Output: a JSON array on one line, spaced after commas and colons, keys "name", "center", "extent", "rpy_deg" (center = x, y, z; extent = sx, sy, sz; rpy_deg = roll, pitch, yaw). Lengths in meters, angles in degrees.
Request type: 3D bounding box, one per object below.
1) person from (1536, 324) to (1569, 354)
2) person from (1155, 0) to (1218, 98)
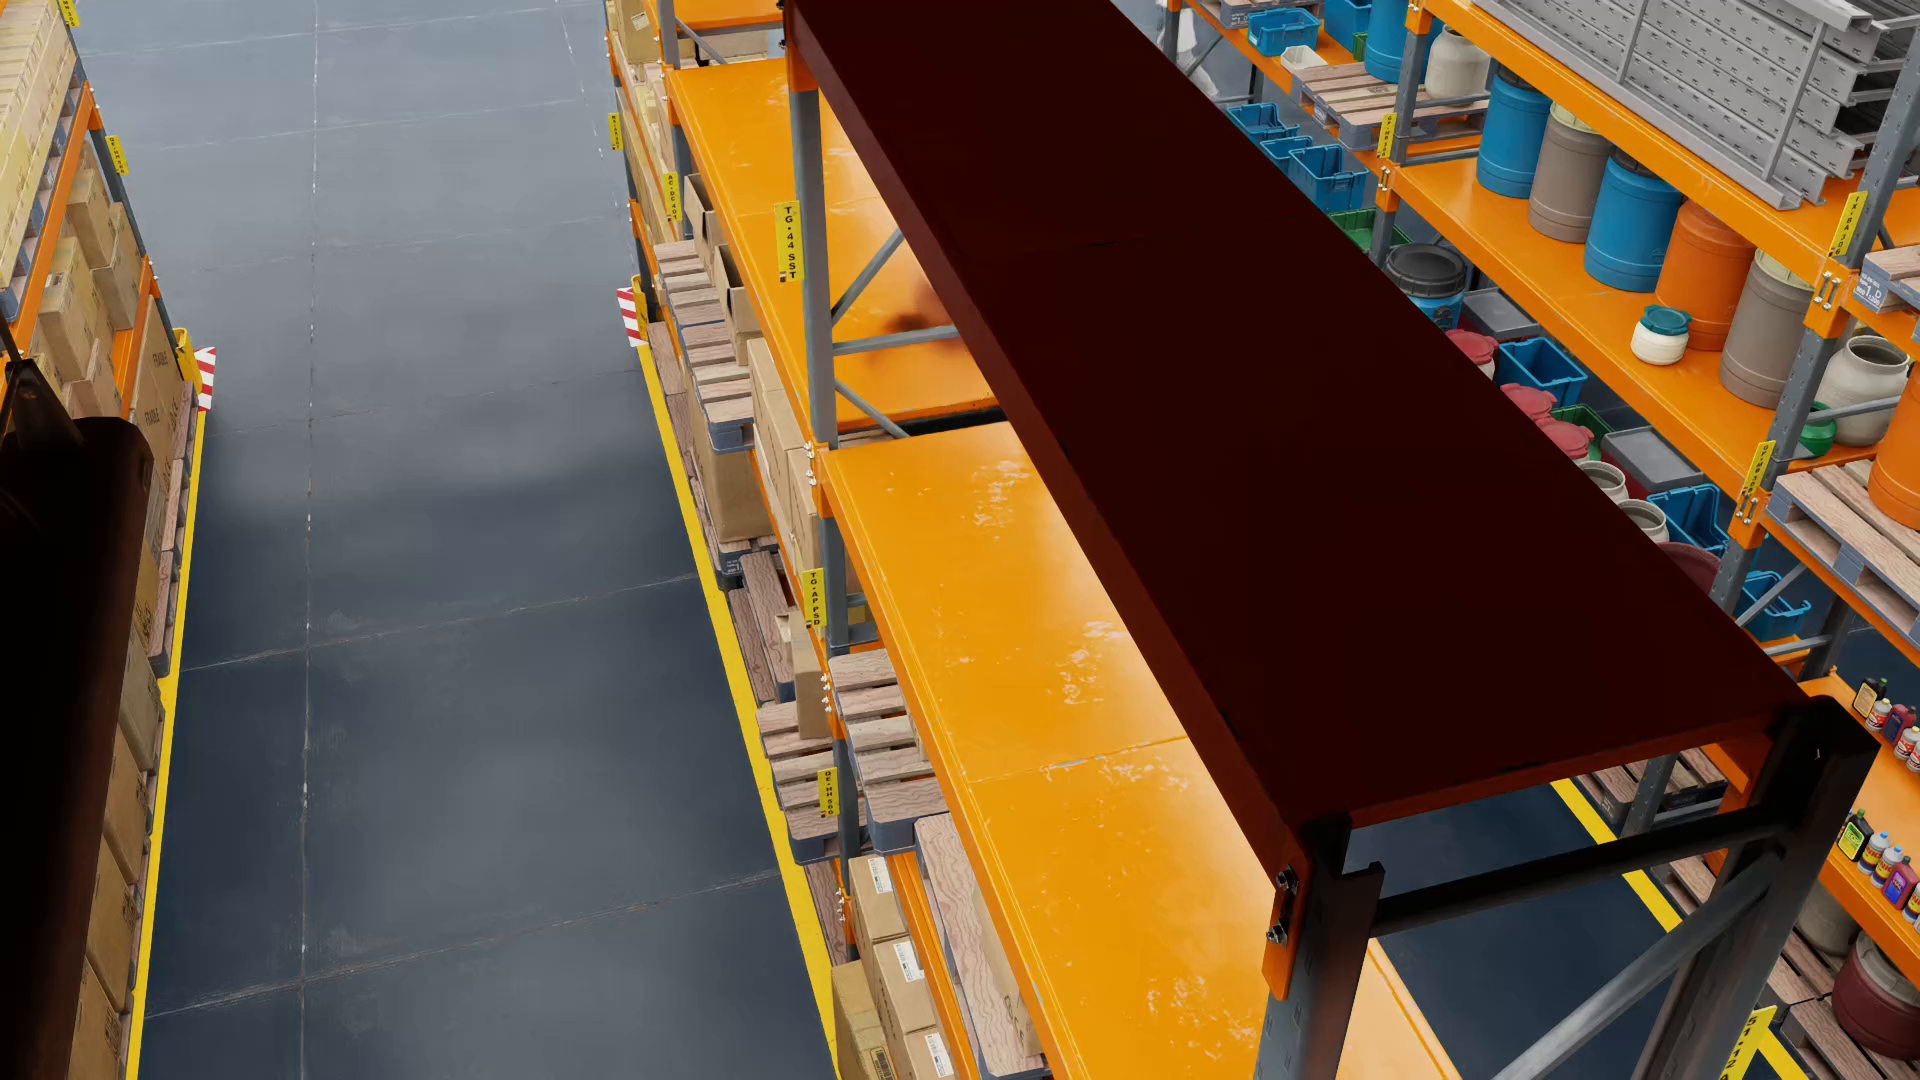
[{"name": "person", "center": [5.147, -2.230, 14.337], "extent": [0.636, 1.613, 0.500], "rpy_deg": [-16, 41, -19]}, {"name": "person", "center": [2.463, -5.727, 18.592], "extent": [0.981, 1.813, 0.689], "rpy_deg": [5, 39, 6]}]
